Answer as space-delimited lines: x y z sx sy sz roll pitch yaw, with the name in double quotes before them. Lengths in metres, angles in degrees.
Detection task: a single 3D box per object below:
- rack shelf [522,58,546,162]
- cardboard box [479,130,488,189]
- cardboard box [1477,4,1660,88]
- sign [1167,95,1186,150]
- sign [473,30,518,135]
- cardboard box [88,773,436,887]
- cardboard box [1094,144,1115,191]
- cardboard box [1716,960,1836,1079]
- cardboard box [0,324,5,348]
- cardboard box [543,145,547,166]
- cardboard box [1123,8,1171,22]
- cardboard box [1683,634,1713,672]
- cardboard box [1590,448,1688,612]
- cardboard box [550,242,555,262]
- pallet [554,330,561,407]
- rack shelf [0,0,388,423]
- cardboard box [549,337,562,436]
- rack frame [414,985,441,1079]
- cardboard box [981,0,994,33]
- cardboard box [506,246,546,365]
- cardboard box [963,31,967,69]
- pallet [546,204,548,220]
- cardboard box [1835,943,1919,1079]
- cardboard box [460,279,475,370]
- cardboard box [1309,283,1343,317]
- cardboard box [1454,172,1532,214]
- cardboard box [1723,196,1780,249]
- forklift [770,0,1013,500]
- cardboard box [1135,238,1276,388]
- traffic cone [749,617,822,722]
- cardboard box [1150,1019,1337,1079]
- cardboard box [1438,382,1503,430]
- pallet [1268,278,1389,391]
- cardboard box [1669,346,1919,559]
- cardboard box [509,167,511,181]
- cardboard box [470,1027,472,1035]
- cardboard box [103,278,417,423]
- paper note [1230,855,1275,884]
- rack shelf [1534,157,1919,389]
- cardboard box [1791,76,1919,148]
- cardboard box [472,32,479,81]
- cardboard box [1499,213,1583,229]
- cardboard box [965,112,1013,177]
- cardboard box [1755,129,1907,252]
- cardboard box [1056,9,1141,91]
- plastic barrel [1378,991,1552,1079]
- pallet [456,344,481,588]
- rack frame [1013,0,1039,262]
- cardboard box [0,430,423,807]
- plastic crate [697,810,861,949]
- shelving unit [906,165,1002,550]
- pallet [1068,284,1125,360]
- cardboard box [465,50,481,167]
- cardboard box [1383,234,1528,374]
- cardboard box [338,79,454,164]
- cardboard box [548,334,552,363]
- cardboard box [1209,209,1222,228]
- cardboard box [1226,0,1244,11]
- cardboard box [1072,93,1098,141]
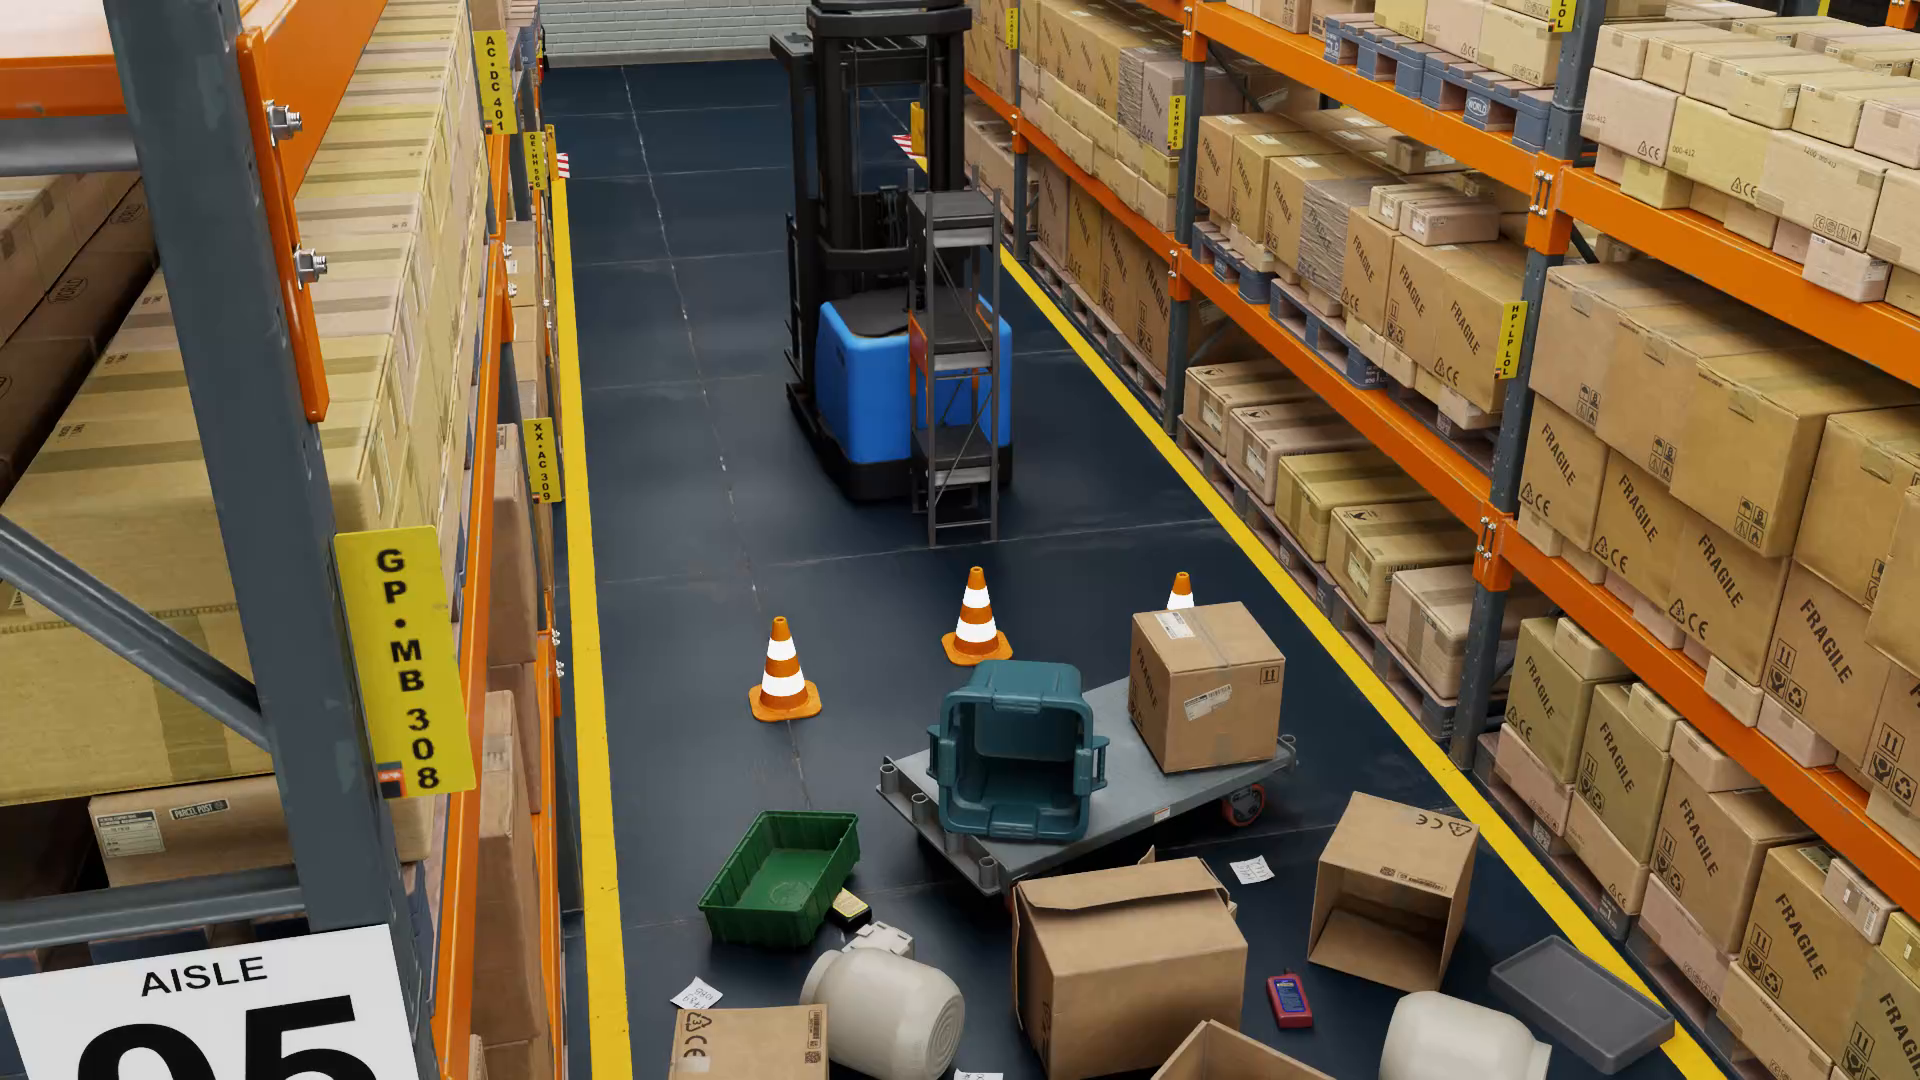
"rack shelf" -4.283 -3.871 14.889 1.077 0.370 4.000 -6 27 -12
"cardboard box" -1.636 -1.134 5.040 0.380 0.149 0.250 -6 27 -12
"cardboard box" 2.498 -2.050 6.855 0.500 0.250 0.500 -6 28 -13
"sign" 1.329 -2.564 10.216 0.100 0.325 0.005 -6 27 -12
"sign" -1.489 -1.464 5.332 0.100 0.325 0.005 -6 27 -12
"cardboard box" -0.893 0.312 2.176 0.380 0.149 0.250 -6 27 -11
"cardboard box" 1.274 -2.679 11.896 0.500 0.250 0.500 -6 27 -12
"cardboard box" 2.995 1.662 5.714 0.500 0.250 0.500 -7 28 -13
"cardboard box" -1.707 -0.310 2.524 0.380 0.149 0.250 -5 27 -11
"cardboard box" -4.073 -3.595 15.580 0.380 0.149 0.250 -5 27 -10
"cardboard box" 1.532 -3.731 12.592 0.500 0.500 0.500 -5 27 -10
"cardboard box" 2.838 0.379 5.949 0.380 0.149 0.250 -6 27 -12
"cardboard box" 2.734 -0.087 6.153 0.500 0.500 0.500 -6 27 -12
"cardboard box" -3.601 -2.421 13.916 0.380 0.149 0.250 -7 28 -14
"pallet" -3.377 -1.191 11.875 1.003 0.211 1.213 -6 27 -12
"rack shelf" -1.579 -1.103 3.190 1.077 0.370 4.000 -6 27 -12
"cardboard box" -2.842 -0.966 10.643 0.500 0.500 0.500 -7 28 -14
"rack frame" -1.128 1.954 2.550 1.000 3.000 0.127 -6 27 -12
"cardboard box" 0.486 -4.755 14.621 0.500 0.500 0.500 -6 27 -12
"cardboard box" -2.457 -1.213 8.714 0.500 0.500 0.500 -6 27 -12
"cardboard box" 0.262 -4.759 15.739 0.500 0.500 0.500 -5 27 -10
"pallet" -4.297 -2.897 15.256 1.003 0.211 1.213 -6 27 -12
"cardboard box" 3.116 1.558 5.087 0.500 0.500 0.500 -5 27 -10
"cardboard box" -1.291 -0.464 3.713 0.380 0.149 0.250 -6 27 -12
"cardboard box" 2.078 -1.304 8.818 0.380 0.149 0.250 -5 27 -10
"cardboard box" 2.664 -1.712 8.187 0.380 0.149 0.250 -4 27 -9
"cardboard box" 2.788 -1.082 5.515 0.380 0.149 0.250 -5 27 -10
"forklift" -0.577 -2.195 10.846 1.130 2.935 3.031 -8 28 -15
"cardboard box" 1.794 -1.656 11.593 0.875 0.875 0.875 -6 27 -12
"traffic cone" -0.860 0.588 8.071 0.336 0.463 0.334 -6 27 -12
"cardboard box" 0.810 2.007 5.215 0.637 0.503 0.797 19 32 32
"cardboard box" 2.386 -0.622 7.467 0.380 0.149 0.250 -6 27 -11
"pallet" 2.355 -1.155 8.922 1.003 0.211 1.213 -6 27 -12
"cardboard box" 2.839 -0.308 5.481 0.700 0.500 0.500 -7 28 -13
"cardboard box" -2.909 -2.239 10.010 0.380 0.149 0.250 -7 28 -13
"cardboard box" -1.388 1.006 3.063 0.875 0.550 0.550 -6 27 -12
"cardboard box" -1.007 -0.262 2.429 0.380 0.149 0.250 -6 27 -12
"paper note" 1.228 1.382 6.978 0.148 0.019 0.142 -6 27 -12
"rack shelf" 3.221 -0.489 4.859 1.077 0.370 4.000 -6 27 -12
"cardboard box" 2.800 -1.311 5.083 0.380 0.149 0.250 -7 28 -13
"cardboard box" -2.092 -1.903 6.564 0.380 0.149 0.250 -6 27 -12
"cardboard box" 2.733 -1.387 8.262 0.500 0.500 0.500 -6 27 -12
"cardboard box" 0.527 -3.980 16.684 0.875 0.438 0.875 -5 27 -10
"cardboard box" 2.828 -1.086 5.081 0.500 0.250 0.500 -6 27 -11
"cardboard box" 1.039 -3.689 12.509 0.500 0.500 0.500 -7 28 -13
"plastic barrel" 1.731 1.804 5.706 0.512 0.421 0.421 13 30 24
"pallet" -1.584 -0.207 3.600 1.003 0.211 1.213 -6 27 -12
"rack frame" 0.968 -3.861 14.071 1.000 3.000 0.127 -6 27 -12
"cardboard box" -0.987 0.079 2.195 0.500 0.250 0.500 -6 27 -12
"plastic crate" -0.714 1.371 6.762 0.450 0.188 0.662 -2 25 20
"shelving unit" -0.037 -1.010 9.421 0.431 2.100 0.503 -6 27 -12
"pallet" 1.493 -1.749 12.980 1.003 0.211 1.213 -6 27 -12
"cardboard box" -1.668 -1.249 4.826 0.500 0.250 0.500 -6 27 -12
"cardboard box" 2.330 -1.111 7.715 0.500 0.500 0.500 -6 27 -11
"cardboard box" -1.353 -0.935 3.761 0.380 0.149 0.250 -6 27 -12
"cardboard box" -2.850 -1.292 10.456 0.500 0.250 0.500 -7 28 -14
"cardboard box" 1.761 -2.019 10.234 0.380 0.149 0.250 -8 28 -15
"cardboard box" 1.774 -3.177 9.664 0.380 0.149 0.250 -6 27 -12
"cardboard box" 1.141 -3.124 12.221 0.500 0.250 0.500 -7 28 -13
